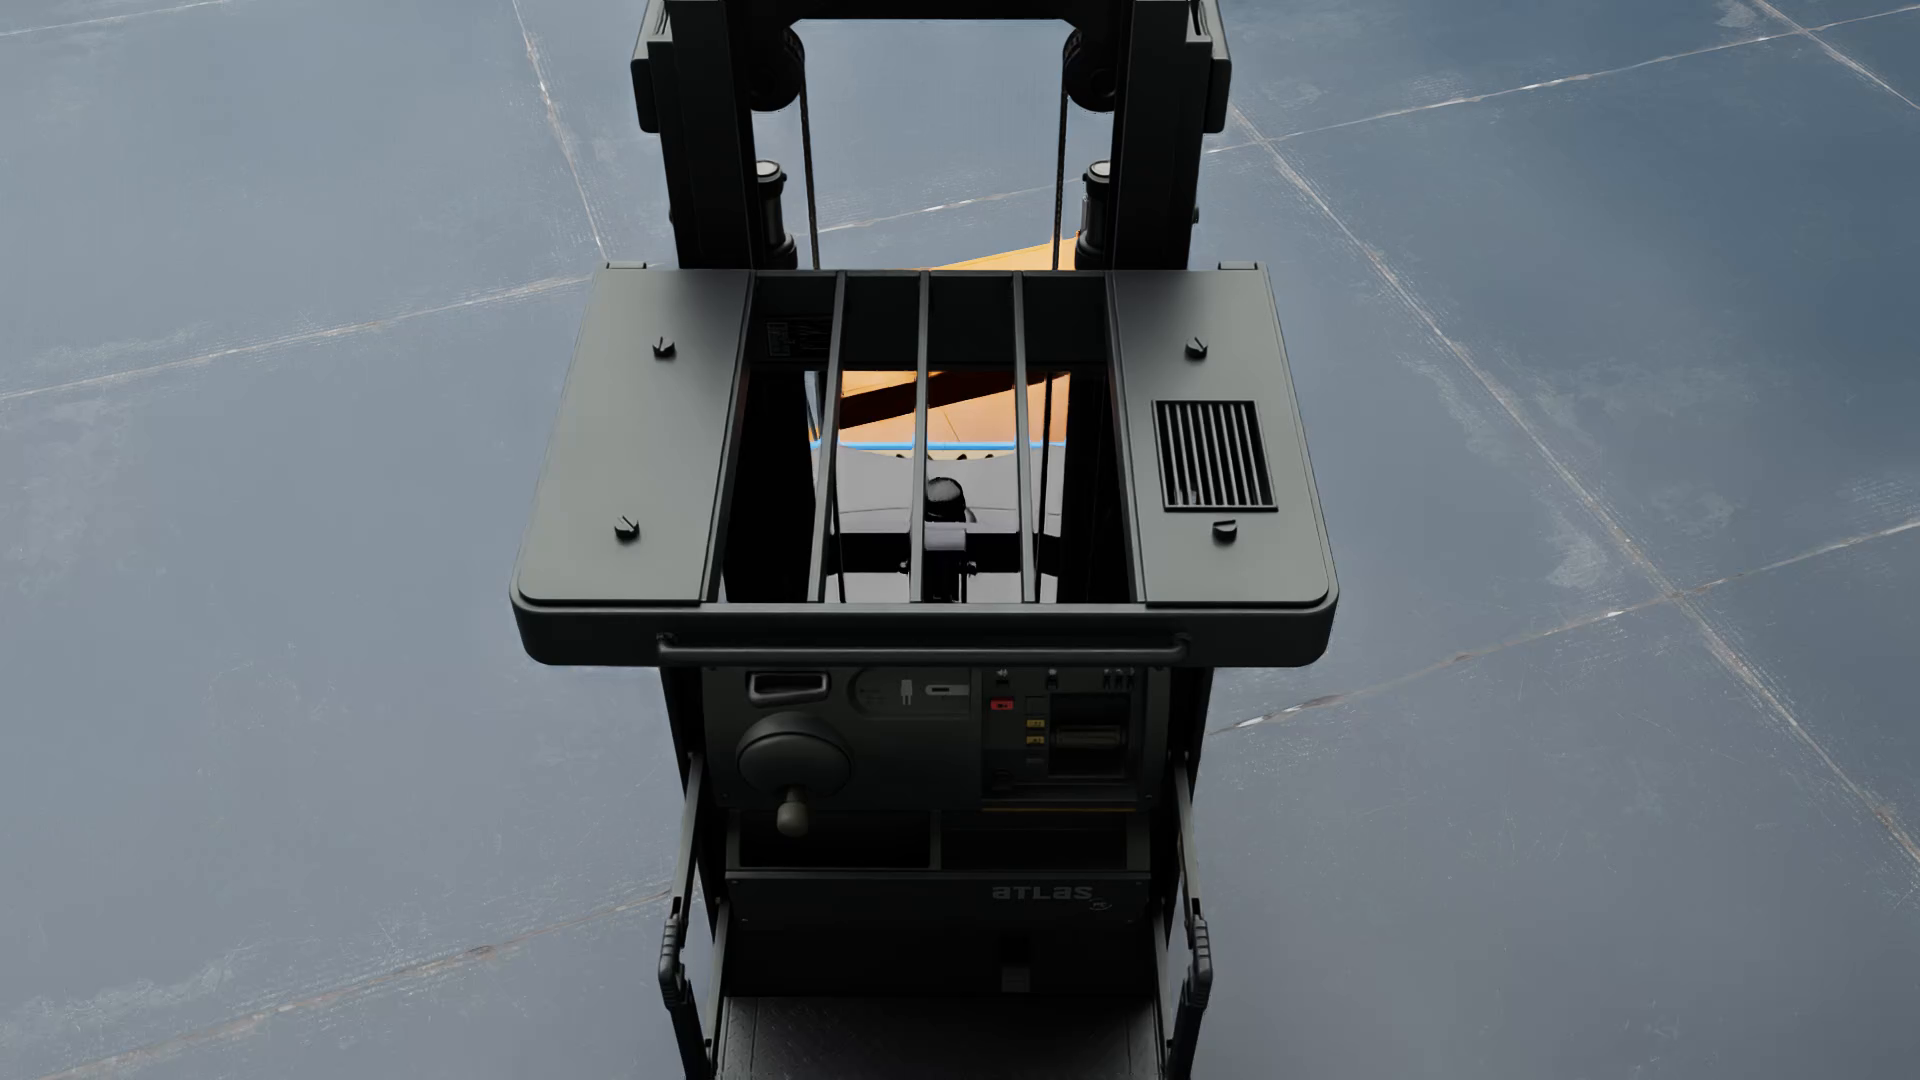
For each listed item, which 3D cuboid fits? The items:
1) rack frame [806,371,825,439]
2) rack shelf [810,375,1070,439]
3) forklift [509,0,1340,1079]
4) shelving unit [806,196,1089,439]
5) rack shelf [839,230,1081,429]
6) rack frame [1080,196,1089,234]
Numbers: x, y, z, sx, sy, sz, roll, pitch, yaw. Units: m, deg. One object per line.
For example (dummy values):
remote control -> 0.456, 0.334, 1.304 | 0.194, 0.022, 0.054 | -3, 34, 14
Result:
rack frame -> -0.472, -0.276, 5.231 | 0.032, 1.125, 0.500 | -14, 47, -14
rack shelf -> 0.006, -0.226, 5.526 | 1.000, 0.278, 0.538 | -14, 47, -14
forklift -> -0.046, 0.492, 3.191 | 1.130, 2.935, 3.031 | 0, 45, 0
shelving unit -> 0.006, -0.399, 5.353 | 1.048, 1.125, 0.538 | -14, 47, -14
rack shelf -> 0.006, -0.605, 5.146 | 1.000, 0.278, 0.538 | -14, 47, -14
rack frame -> 0.485, -0.521, 5.475 | 0.032, 1.125, 0.500 | -14, 47, -14
